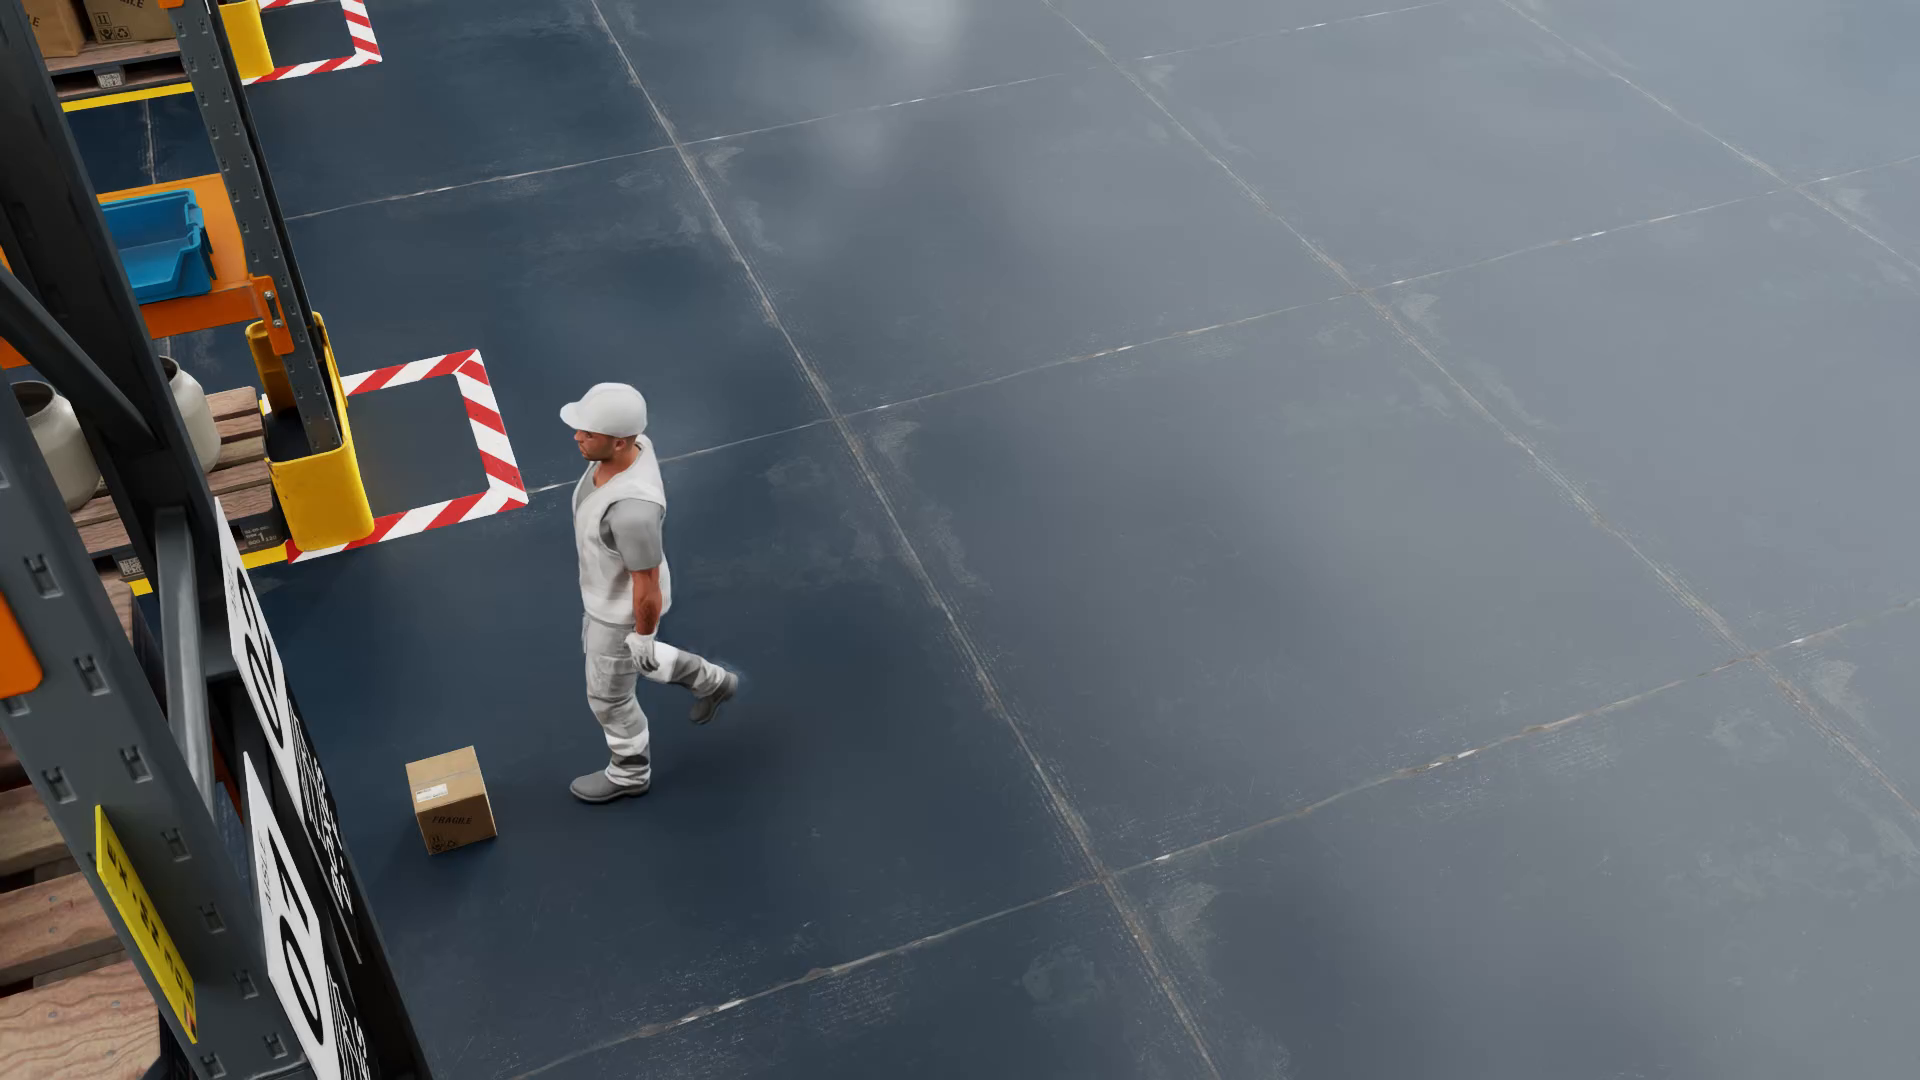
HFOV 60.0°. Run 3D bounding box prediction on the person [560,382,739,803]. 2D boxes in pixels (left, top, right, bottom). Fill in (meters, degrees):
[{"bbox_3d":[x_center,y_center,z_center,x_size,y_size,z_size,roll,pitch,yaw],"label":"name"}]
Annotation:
[{"bbox_3d":[-1.174,0.192,5.911,0.692,1.772,0.554,-9,42,-10],"label":"person"}]
